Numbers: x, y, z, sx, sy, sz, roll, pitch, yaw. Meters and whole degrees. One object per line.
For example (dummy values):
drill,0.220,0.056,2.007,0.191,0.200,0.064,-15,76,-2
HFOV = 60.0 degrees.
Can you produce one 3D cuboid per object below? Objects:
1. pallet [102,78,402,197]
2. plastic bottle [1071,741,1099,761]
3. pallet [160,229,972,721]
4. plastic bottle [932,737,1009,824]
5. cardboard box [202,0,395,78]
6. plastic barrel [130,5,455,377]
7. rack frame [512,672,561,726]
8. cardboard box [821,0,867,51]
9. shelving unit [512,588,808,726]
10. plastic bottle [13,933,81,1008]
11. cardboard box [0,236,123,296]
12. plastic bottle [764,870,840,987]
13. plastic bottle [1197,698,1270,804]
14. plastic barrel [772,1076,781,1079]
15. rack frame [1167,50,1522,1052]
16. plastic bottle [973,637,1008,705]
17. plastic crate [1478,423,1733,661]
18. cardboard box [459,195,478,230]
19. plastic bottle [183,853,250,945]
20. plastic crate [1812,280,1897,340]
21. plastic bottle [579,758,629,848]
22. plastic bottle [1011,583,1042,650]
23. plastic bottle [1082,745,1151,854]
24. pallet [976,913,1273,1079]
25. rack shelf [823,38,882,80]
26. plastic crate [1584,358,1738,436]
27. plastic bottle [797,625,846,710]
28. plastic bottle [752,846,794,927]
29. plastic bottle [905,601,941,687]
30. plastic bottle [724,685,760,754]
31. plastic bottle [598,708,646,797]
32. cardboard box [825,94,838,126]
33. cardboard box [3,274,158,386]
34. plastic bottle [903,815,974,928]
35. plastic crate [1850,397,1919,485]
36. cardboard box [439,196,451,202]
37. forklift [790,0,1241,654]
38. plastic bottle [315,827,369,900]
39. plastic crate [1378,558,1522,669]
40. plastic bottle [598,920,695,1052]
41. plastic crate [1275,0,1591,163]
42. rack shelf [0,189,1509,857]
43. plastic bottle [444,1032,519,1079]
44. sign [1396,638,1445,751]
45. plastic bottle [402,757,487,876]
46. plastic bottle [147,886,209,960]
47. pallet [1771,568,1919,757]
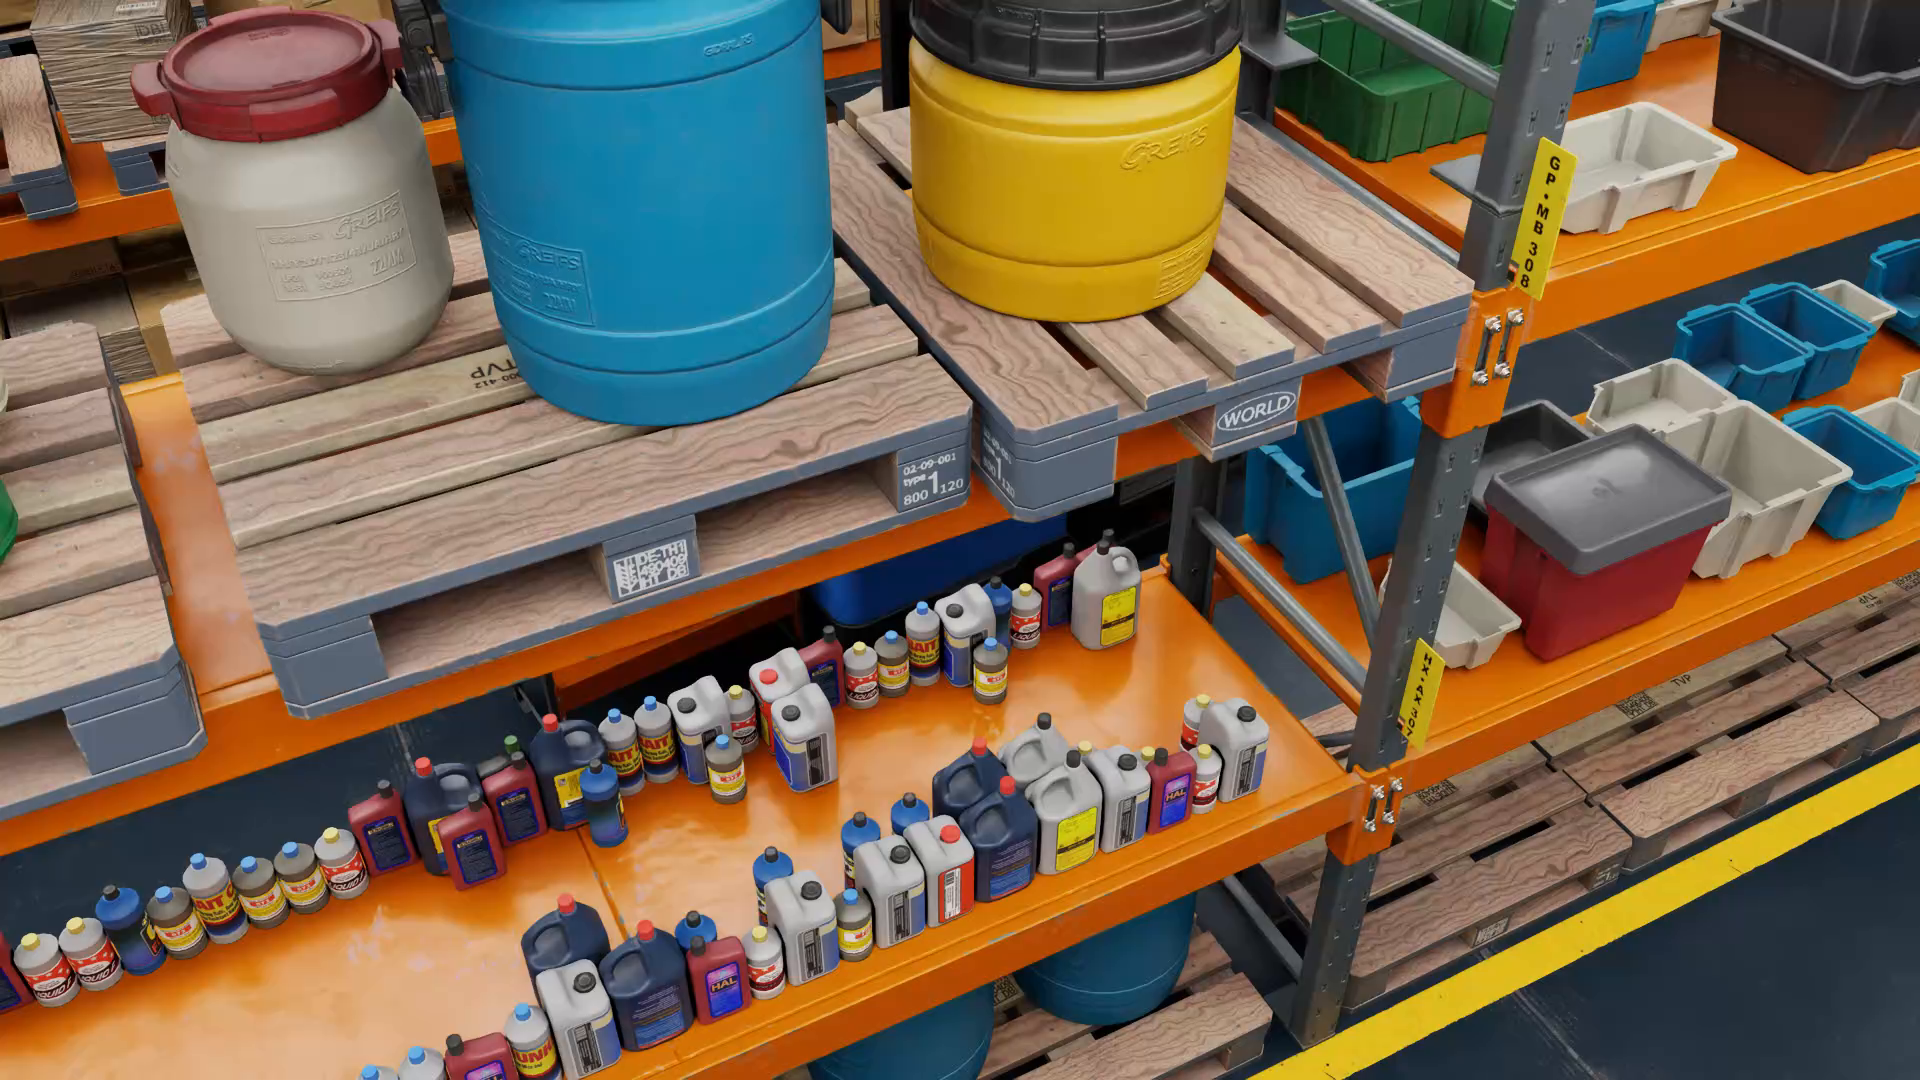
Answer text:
pallet,-3.188,-1.969,7.403,1.213,0.211,1.003,-19,44,-21
plastic bottle,0.324,0.609,4.363,0.097,0.201,0.097,0,40,0
pallet,-0.733,-0.256,3.055,1.213,0.211,1.003,-19,44,-21
plastic bottle,0.027,0.640,4.210,0.185,0.351,0.144,-19,44,-21
cardboard box,-2.901,-2.288,7.229,0.500,0.500,0.700,-30,49,-31
plastic barrel,-1.123,-0.592,2.876,0.433,0.535,0.433,0,40,0
rack frame,-1.594,0.316,6.006,0.032,1.125,0.500,-24,46,-25
cardboard box,-0.785,-2.687,8.025,0.500,0.500,0.500,-17,43,-20
shelving unit,-1.174,0.131,6.225,1.048,1.125,0.538,-24,46,-25
plastic bottle,-2.148,0.998,3.903,0.097,0.201,0.097,0,40,0
cardboard box,-4.141,-1.392,7.586,0.500,0.250,0.500,-17,43,-19
plastic bottle,-0.374,0.906,3.954,0.135,0.276,0.152,-19,44,-21
plastic bottle,0.722,0.537,4.390,0.135,0.276,0.152,-19,44,-21
plastic barrel,-0.738,1.457,4.807,0.421,0.512,0.421,0,40,0
rack frame,0.922,0.187,4.708,0.127,3.000,1.000,-19,44,-21
plastic bottle,0.085,0.358,4.660,0.097,0.201,0.097,0,40,0
plastic crate,1.830,0.017,4.813,0.583,0.464,0.402,-19,44,-21
cardboard box,-2.110,-1.412,8.191,0.500,0.500,0.500,-18,44,-20
plastic bottle,-1.803,0.856,4.017,0.097,0.271,0.097,0,40,0
plastic crate,3.174,-0.793,6.023,0.298,0.136,0.250,-19,44,-21
plastic bottle,-0.913,0.661,4.247,0.097,0.271,0.097,0,40,0
plastic bottle,0.188,0.212,4.831,0.097,0.201,0.097,0,40,0
plastic bottle,0.398,0.646,4.261,0.135,0.276,0.152,-19,44,-21
pallet,0.219,1.458,5.365,1.213,0.211,1.003,-19,44,-21
rack shelf,0.411,-2.975,9.000,4.000,0.370,1.077,-19,44,-21
plastic crate,2.328,-0.427,5.591,0.466,0.136,0.293,-19,44,-21
plastic bottle,-0.388,0.361,4.592,0.133,0.283,0.061,-19,44,-21
plastic bottle,-0.449,0.842,4.033,0.097,0.271,0.097,0,40,0
plastic bottle,-0.104,0.284,4.692,0.097,0.271,0.097,0,40,0
plastic bottle,-0.601,0.478,4.518,0.097,0.201,0.097,0,40,0
plastic bottle,-0.893,0.549,4.379,0.097,0.271,0.097,0,40,0
cardboard box,-0.988,-2.199,9.120,0.500,0.500,0.500,-19,44,-21
cardboard box,-3.913,-0.804,7.473,0.500,0.500,0.500,-20,44,-22
plastic bottle,-0.049,0.797,4.083,0.135,0.276,0.152,-19,44,-21
plastic crate,3.077,-0.308,5.449,0.250,0.136,0.298,-19,44,-21
cardboard box,-2.819,-1.551,8.355,0.500,0.500,0.500,-18,43,-20
forklift,0.521,-1.347,6.573,3.031,2.935,1.130,-24,46,-25
plastic bottle,-1.544,0.795,4.143,0.097,0.201,0.097,0,40,0
plastic crate,1.401,0.208,4.841,0.243,0.136,0.396,-19,44,-21
plastic bottle,-0.719,0.996,3.790,0.185,0.351,0.144,-19,44,-21
plastic crate,1.158,-1.177,4.161,0.662,0.188,0.450,-19,44,-21
rack shelf,-0.852,-0.087,3.266,4.000,0.370,1.077,-19,44,-21
plastic bottle,-1.047,1.163,3.645,0.133,0.283,0.061,-19,44,-21
sign,1.175,0.397,4.245,0.005,0.325,0.100,-19,44,-21
plastic bottle,-1.290,0.670,4.175,0.185,0.351,0.144,-19,44,-21
plastic bottle,-1.889,0.911,4.005,0.097,0.201,0.097,0,40,0
pallet,3.720,0.281,6.754,1.213,0.211,1.003,-19,44,-21
